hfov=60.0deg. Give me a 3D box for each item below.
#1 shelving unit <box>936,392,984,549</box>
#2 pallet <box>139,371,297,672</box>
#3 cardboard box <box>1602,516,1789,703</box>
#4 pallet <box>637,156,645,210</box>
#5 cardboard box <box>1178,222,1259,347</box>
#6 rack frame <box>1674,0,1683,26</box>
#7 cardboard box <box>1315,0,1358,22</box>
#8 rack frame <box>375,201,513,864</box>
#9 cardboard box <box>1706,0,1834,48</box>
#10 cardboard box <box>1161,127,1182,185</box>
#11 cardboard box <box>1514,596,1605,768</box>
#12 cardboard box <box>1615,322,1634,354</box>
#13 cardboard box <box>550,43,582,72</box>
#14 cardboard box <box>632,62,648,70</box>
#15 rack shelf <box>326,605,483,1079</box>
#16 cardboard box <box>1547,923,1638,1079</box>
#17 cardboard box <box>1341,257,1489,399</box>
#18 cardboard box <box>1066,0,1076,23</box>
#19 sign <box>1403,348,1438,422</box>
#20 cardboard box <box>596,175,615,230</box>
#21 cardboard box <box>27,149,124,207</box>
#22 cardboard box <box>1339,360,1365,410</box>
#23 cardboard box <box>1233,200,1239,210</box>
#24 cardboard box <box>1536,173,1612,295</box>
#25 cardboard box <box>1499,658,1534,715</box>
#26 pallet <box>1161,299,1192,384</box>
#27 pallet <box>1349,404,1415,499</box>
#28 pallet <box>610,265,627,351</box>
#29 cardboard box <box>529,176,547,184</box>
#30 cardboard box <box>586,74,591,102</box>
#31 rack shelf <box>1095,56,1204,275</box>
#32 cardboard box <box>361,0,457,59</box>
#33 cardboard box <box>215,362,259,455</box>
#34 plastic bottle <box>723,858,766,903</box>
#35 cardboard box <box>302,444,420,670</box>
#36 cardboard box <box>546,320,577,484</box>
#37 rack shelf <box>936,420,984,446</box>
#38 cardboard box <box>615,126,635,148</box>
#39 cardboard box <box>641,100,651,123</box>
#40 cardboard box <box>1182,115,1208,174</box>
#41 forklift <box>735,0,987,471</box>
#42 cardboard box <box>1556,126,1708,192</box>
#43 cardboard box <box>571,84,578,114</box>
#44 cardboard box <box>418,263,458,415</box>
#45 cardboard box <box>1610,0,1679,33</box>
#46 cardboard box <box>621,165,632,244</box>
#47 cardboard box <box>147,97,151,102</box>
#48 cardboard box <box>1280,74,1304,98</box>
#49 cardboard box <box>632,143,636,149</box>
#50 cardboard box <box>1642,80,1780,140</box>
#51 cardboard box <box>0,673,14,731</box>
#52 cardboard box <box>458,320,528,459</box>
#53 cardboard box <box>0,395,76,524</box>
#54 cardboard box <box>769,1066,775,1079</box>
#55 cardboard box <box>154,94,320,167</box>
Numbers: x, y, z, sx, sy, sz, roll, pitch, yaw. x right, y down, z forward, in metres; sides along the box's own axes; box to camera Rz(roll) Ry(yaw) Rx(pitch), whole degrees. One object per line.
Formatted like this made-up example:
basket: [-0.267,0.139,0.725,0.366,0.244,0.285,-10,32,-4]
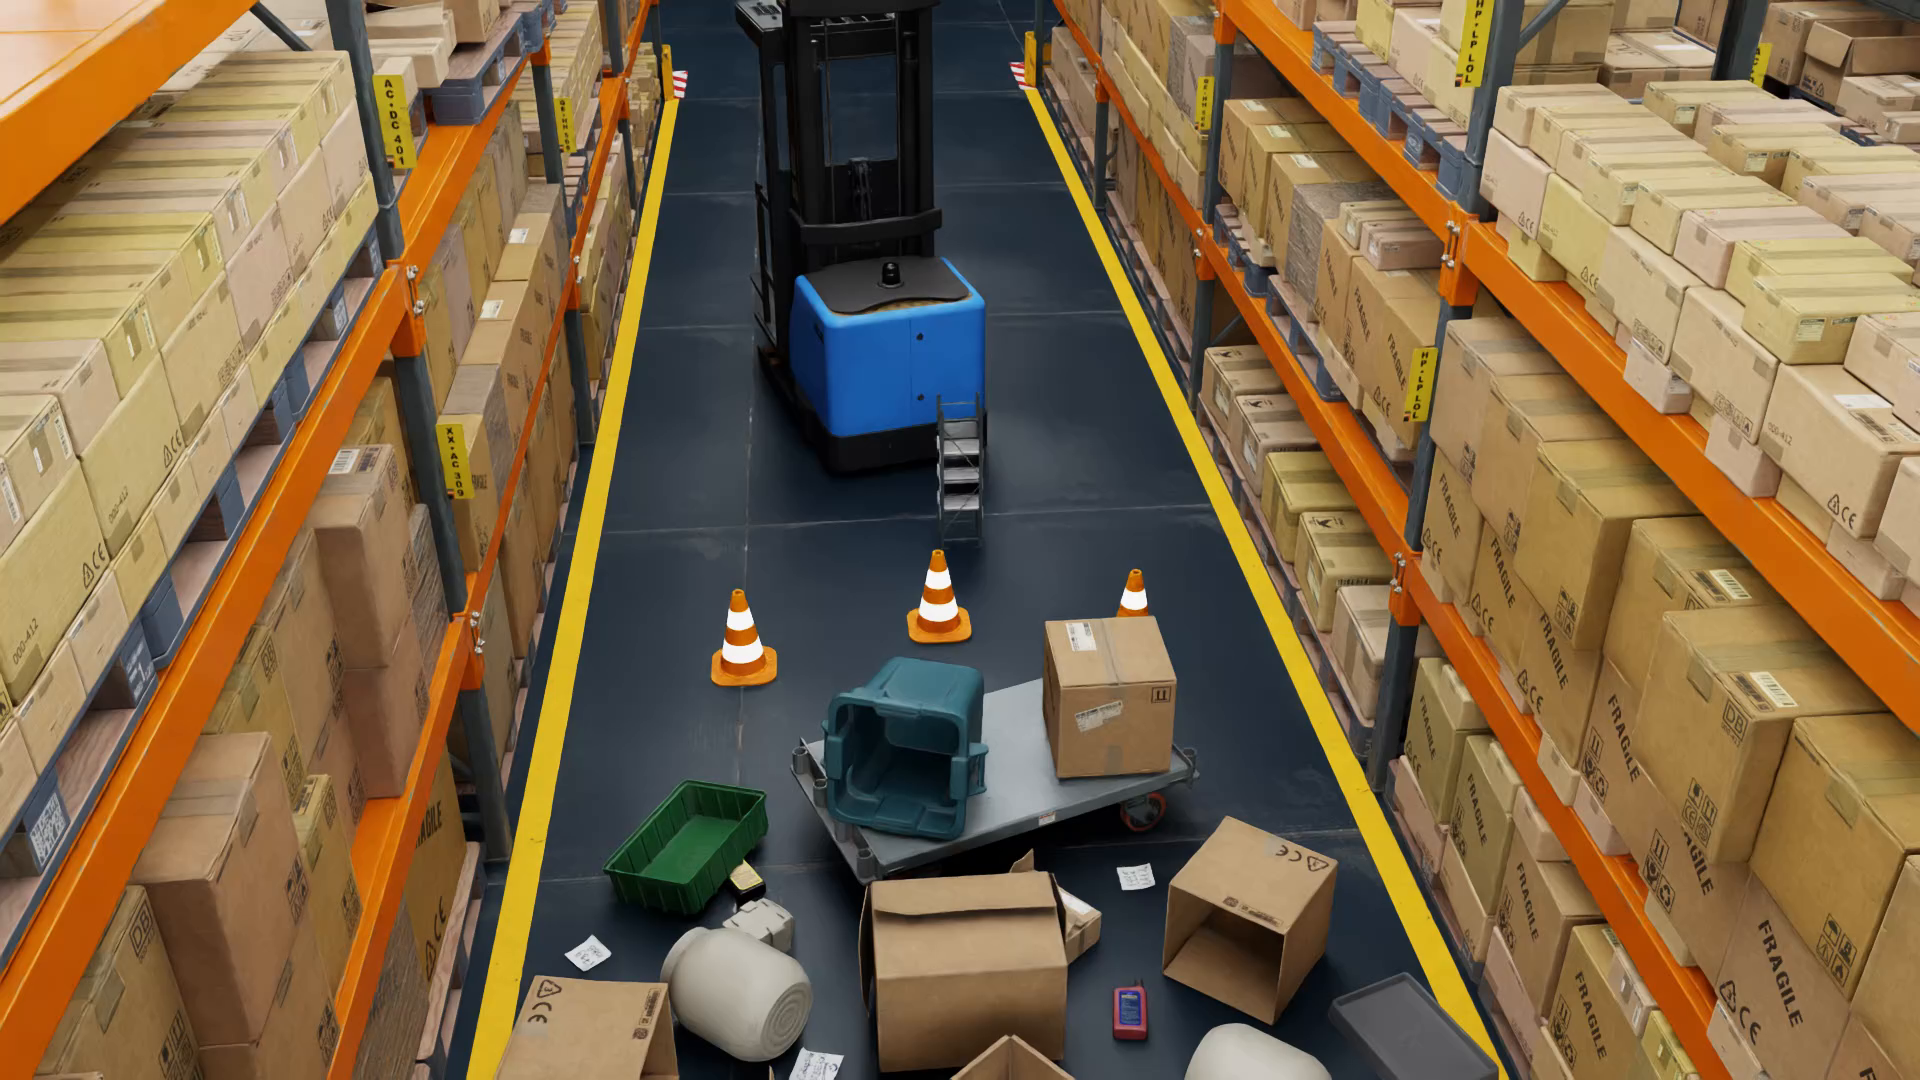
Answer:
shelving unit: [-0.001,-0.390,9.526,0.258,0.900,0.210,-3,31,-5]
pallet: [-2.322,-0.080,4.120,1.003,0.211,1.213,-3,31,-5]
cardboard box: [2.430,0.258,5.030,0.700,0.500,0.500,-3,31,-5]
pallet: [-3.344,-3.098,14.731,1.003,0.211,1.213,-3,31,-5]
cardboard box: [2.065,-1.825,11.544,0.875,0.875,0.875,-3,31,-5]
rack frame: [6.614,-4.483,14.330,1.000,3.000,0.127,-3,31,-5]
cardboard box: [2.217,-2.755,8.412,0.797,0.503,0.637,-3,31,-5]
rack frame: [-2.499,0.130,6.607,1.000,3.000,0.127,-3,31,-5]
cardboard box: [6.485,-4.184,13.322,0.700,0.500,0.500,-2,31,-4]
cardboard box: [1.677,-2.642,11.395,0.500,0.250,0.500,-2,31,-4]
cardboard box: [2.288,0.421,5.732,0.500,0.500,0.500,-3,31,-5]
cardboard box: [2.305,-0.643,5.222,0.380,0.149,0.250,-4,31,-6]
cardboard box: [-2.893,-3.421,11.807,0.380,0.149,0.250,-4,31,-7]
cardboard box: [-3.240,-4.558,16.246,0.380,0.149,0.250,-4,31,-7]
rack shelf: [-2.312,1.460,5.082,1.077,0.370,4.000,-3,31,-5]
cardboard box: [2.367,1.641,5.618,0.500,0.500,0.500,-3,31,-6]
cardboard box: [2.101,-0.987,7.681,0.500,0.500,0.500,-3,31,-4]
cardboard box: [1.260,-5.029,15.147,0.500,0.500,0.500,-3,31,-5]
sign: [1.868,-0.627,6.746,0.100,0.325,0.005,-3,31,-5]
cardboard box: [-2.827,-2.483,12.278,0.500,0.250,0.500,-4,31,-7]
cardboard box: [-2.683,-0.923,4.795,0.500,0.250,0.500,-3,31,-5]
cardboard box: [2.030,-0.746,7.909,0.380,0.149,0.250,-3,31,-5]
cardboard box: [1.892,-2.098,10.173,0.380,0.149,0.250,-4,31,-7]
cardboard box: [2.246,-1.009,5.445,0.500,0.250,0.500,-3,31,-5]
cardboard box: [2.249,0.514,6.209,0.380,0.149,0.250,-2,31,-3]
pallet: [2.048,-1.410,11.904,1.003,0.211,1.213,-3,31,-5]
pallet: [2.494,-0.473,7.804,1.003,0.211,1.213,-3,31,-5]
pallet: [-3.055,-1.735,12.449,1.003,0.211,1.213,-3,31,-5]
cardboard box: [-2.713,-2.223,10.381,0.380,0.149,0.250,-3,31,-5]
cardboard box: [-2.911,-3.304,12.191,0.380,0.149,0.250,-4,31,-7]
rack shelf: [1.859,-2.913,12.403,1.077,0.370,4.000,-3,31,-5]
cardboard box: [-2.463,-2.289,7.355,0.396,0.266,0.258,-3,31,-5]
cardboard box: [-2.003,-0.323,4.179,0.380,0.149,0.250,-3,31,-5]
plastic bottle: [-0.970,1.460,7.245,0.133,0.061,0.283,-20,36,-30]
cardboard box: [-2.331,0.067,5.513,0.875,0.550,0.550,-3,31,-5]
cardboard box: [-2.905,-0.811,9.967,1.050,0.750,0.750,-3,31,-5]
rack shelf: [-0.001,-0.594,9.405,0.258,0.077,0.200,-3,31,-5]
cardboard box: [-3.039,-3.495,14.467,0.380,0.149,0.250,-1,31,-2]
cardboard box: [-3.116,-4.025,15.643,0.380,0.149,0.250,-2,31,-4]
cardboard box: [1.748,-2.586,10.813,0.500,0.250,0.500,-3,31,-5]
forklift: [-0.789,-2.428,10.957,1.130,2.935,3.031,-10,32,-16]
cardboard box: [2.194,-1.238,5.439,0.380,0.149,0.250,-4,31,-6]
cardboard box: [-2.840,-3.026,11.436,0.380,0.149,0.250,-3,31,-5]
cardboard box: [-2.601,-0.858,7.188,0.700,0.500,0.500,-3,31,-5]
cardboard box: [2.708,-2.348,7.080,0.500,0.250,0.500,-3,31,-6]
cardboard box: [-2.926,-2.696,13.366,0.500,0.500,0.500,-3,31,-6]
cardboard box: [-8.428,-4.756,16.449,0.875,0.875,0.875,-3,31,-5]
cardboard box: [2.244,-2.936,10.668,0.500,0.500,0.500,-4,31,-6]
cardboard box: [-3.134,-3.499,15.054,0.380,0.149,0.250,-3,31,-6]
cardboard box: [2.667,-1.529,5.928,0.380,0.149,0.250,-2,31,-4]
cardboard box: [-1.915,0.339,2.681,0.500,0.250,0.500,-3,31,-5]
cardboard box: [-2.372,-0.707,7.911,0.500,0.500,0.500,-3,31,-5]
cardboard box: [-1.909,-0.146,3.105,0.380,0.149,0.250,-2,31,-4]
cardboard box: [-0.505,2.093,5.986,0.396,0.266,0.258,2,31,4]
cardboard box: [-2.101,-1.187,4.847,0.380,0.149,0.250,-3,31,-5]
